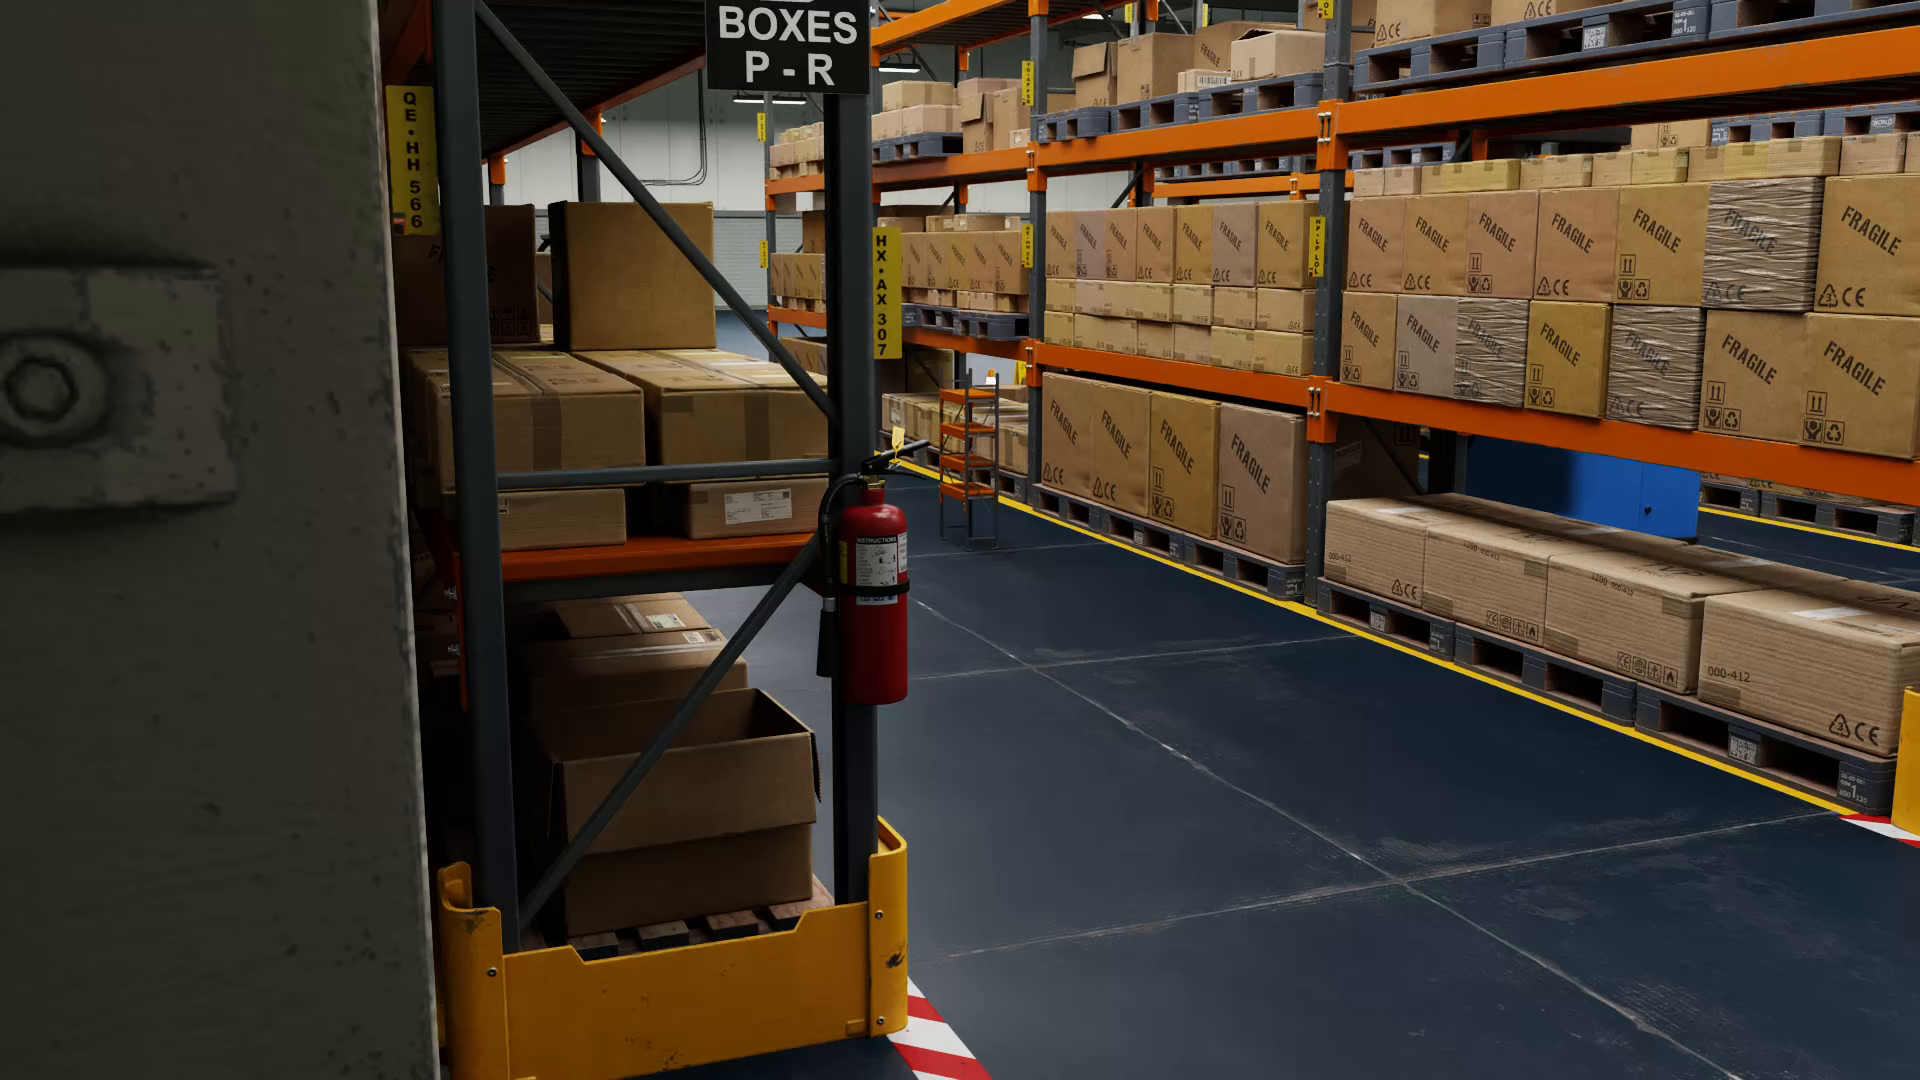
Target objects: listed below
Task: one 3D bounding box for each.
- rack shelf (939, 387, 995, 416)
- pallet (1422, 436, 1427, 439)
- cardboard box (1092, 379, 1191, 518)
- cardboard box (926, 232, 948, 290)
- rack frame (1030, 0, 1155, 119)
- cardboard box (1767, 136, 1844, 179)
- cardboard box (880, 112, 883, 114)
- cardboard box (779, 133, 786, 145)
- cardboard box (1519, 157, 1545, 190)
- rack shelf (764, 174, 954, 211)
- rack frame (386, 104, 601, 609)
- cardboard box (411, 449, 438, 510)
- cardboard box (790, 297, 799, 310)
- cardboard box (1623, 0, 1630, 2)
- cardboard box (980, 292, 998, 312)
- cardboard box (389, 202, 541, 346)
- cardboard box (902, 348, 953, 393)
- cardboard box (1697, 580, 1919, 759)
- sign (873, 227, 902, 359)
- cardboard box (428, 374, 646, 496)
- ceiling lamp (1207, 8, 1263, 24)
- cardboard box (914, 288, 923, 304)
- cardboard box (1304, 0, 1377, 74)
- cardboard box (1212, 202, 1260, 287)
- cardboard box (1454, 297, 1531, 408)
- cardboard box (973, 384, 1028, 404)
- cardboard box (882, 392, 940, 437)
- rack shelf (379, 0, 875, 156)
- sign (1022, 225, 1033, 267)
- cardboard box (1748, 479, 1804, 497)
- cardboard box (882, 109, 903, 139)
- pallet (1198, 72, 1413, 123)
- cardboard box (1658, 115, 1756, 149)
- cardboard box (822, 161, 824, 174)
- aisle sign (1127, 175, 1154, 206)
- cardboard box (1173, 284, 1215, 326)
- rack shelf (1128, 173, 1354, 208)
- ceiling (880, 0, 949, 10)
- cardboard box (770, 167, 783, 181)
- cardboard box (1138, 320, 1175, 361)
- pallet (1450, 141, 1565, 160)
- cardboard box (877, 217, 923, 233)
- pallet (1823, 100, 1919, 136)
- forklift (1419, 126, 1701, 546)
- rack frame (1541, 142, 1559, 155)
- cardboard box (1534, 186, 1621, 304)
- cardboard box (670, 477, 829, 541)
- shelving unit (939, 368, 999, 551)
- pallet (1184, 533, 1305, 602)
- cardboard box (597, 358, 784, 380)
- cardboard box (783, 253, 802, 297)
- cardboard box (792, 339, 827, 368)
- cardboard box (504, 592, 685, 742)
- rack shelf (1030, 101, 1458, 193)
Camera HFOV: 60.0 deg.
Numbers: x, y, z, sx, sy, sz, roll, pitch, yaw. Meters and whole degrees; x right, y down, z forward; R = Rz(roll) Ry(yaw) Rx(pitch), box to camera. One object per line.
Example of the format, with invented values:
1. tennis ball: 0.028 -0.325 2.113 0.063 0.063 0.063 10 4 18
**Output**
1. rack shelf: 0.060 -0.951 11.400 0.258 0.148 0.480 -4 11 -21
2. pallet: 4.503 -1.266 18.241 1.003 0.211 1.213 -4 11 -21
3. cardboard box: 1.518 -0.673 11.815 0.875 0.875 0.875 -4 11 -20
4. cardboard box: 0.024 -2.491 14.830 0.500 0.500 0.500 -4 11 -23
5. rack frame: 1.026 -4.730 12.624 1.000 3.000 0.127 -4 11 -21
6. cardboard box: 3.322 -1.454 6.344 0.380 0.149 0.250 -4 11 -21
7. cardboard box: -0.742 -4.213 16.722 0.380 0.149 0.250 -4 11 -20
8. cardboard box: -1.934 -4.757 19.781 0.380 0.149 0.250 -4 11 -21
9. cardboard box: 2.858 -1.711 7.789 0.380 0.149 0.250 -4 11 -21
10. rack shelf: -1.148 -3.879 18.455 1.077 0.370 4.000 -4 11 -21
11. rack frame: -2.149 -0.808 7.704 1.000 3.000 0.127 -4 11 -21
12. cardboard box: -1.425 -0.191 4.951 0.380 0.149 0.250 -4 11 -21
13. cardboard box: -1.768 -2.757 19.378 0.380 0.149 0.250 -4 11 -20
14. cardboard box: 3.334 -2.591 7.394 0.500 0.500 0.500 -4 11 -20
15. cardboard box: 0.390 -1.976 13.786 0.380 0.149 0.250 -4 11 -21
16. cardboard box: -1.858 -0.990 6.164 0.500 0.500 0.500 -4 11 -22
17. cardboard box: -0.385 -1.765 17.596 0.500 0.500 0.500 -3 11 -18
18. cardboard box: 3.593 0.482 6.566 0.875 0.438 0.875 -4 11 -23
19. sign: -0.194 -0.616 4.152 0.100 0.325 0.005 -4 11 -21
20. cardboard box: -1.114 -0.286 4.348 0.500 0.250 0.500 -4 11 -19
21. ceiling lamp: 8.179 -14.374 50.170 2.000 3.185 0.800 -4 11 -21
22. cardboard box: -0.207 -2.275 15.469 0.380 0.149 0.250 -4 11 -20
23. cardboard box: 2.427 -3.019 10.082 0.500 0.500 0.500 -4 11 -22
24. cardboard box: 1.885 -1.806 10.175 0.500 0.500 0.500 -4 11 -20
25. cardboard box: 2.754 -0.916 8.024 0.500 0.500 0.500 -4 11 -21
26. cardboard box: 0.457 -1.461 18.507 0.500 0.500 0.500 3 11 18
27. cardboard box: -0.231 -1.257 16.532 0.950 0.372 0.625 -4 11 -20
28. rack shelf: -1.425 -1.604 5.669 1.077 0.370 4.000 -4 11 -21
29. sign: 0.524 -2.272 12.852 0.100 0.325 0.005 -4 11 -21
30. cardboard box: 6.364 -0.619 12.580 0.500 0.500 0.500 -4 11 -22
31. cardboard box: -0.401 -3.836 15.389 0.500 0.250 0.500 -4 11 -22
32. pallet: 2.097 -2.653 10.056 0.805 0.209 1.217 -4 11 -23
33. cardboard box: 5.936 -3.361 13.204 0.500 0.500 0.500 -4 11 -21
34. cardboard box: -1.293 -4.073 18.212 0.380 0.149 0.250 -4 11 -21
35. aisle sign: 2.399 -4.686 22.079 0.394 0.787 0.004 -4 11 -21
36. cardboard box: 1.708 -1.518 10.695 0.500 0.250 0.500 -4 11 -20
37. rack shelf: 3.429 -4.209 20.314 1.077 0.370 4.000 -4 11 -21
38. ceiling: -0.883 -16.038 50.496 6.000 0.001 6.000 -4 11 -21
39. cardboard box: -2.055 -4.361 19.829 0.380 0.149 0.250 -4 11 -21
40. cardboard box: 1.538 -1.358 11.223 0.500 0.250 0.500 -4 11 -21
41. pallet: 5.320 -3.593 15.334 1.213 0.211 1.003 -3 11 -18
42. cardboard box: -0.583 -3.052 16.133 0.380 0.149 0.250 -4 11 -21
43. pallet: 6.928 -2.946 11.696 1.213 0.211 1.003 -4 11 -21
44. forklift: 3.480 -1.370 11.060 1.130 2.935 3.031 -4 11 -21
45. rack frame: 5.603 -2.107 15.008 1.000 3.000 0.127 -4 11 -21
46. cardboard box: 2.955 -1.322 7.455 0.500 0.500 0.500 -4 11 -21
47. cardboard box: -0.563 -0.103 4.455 0.380 0.149 0.250 -4 11 -21
48. shelving unit: 0.060 -0.564 11.469 0.258 1.200 0.503 -4 11 -21
49. pallet: 2.126 0.128 10.404 1.003 0.211 1.213 -4 11 -21
50. cardboard box: -0.796 -0.401 4.996 0.500 0.250 0.500 -4 11 -20
51. cardboard box: -1.769 -3.099 19.447 0.500 0.500 0.500 -4 11 -19
52. cardboard box: -1.636 -2.067 19.290 0.500 0.500 0.500 -4 11 -23
53. cardboard box: -1.483 0.451 6.562 0.700 0.500 0.500 -4 11 -23
54. rack shelf: 1.751 -2.573 11.114 1.077 0.370 4.000 -4 11 -21
